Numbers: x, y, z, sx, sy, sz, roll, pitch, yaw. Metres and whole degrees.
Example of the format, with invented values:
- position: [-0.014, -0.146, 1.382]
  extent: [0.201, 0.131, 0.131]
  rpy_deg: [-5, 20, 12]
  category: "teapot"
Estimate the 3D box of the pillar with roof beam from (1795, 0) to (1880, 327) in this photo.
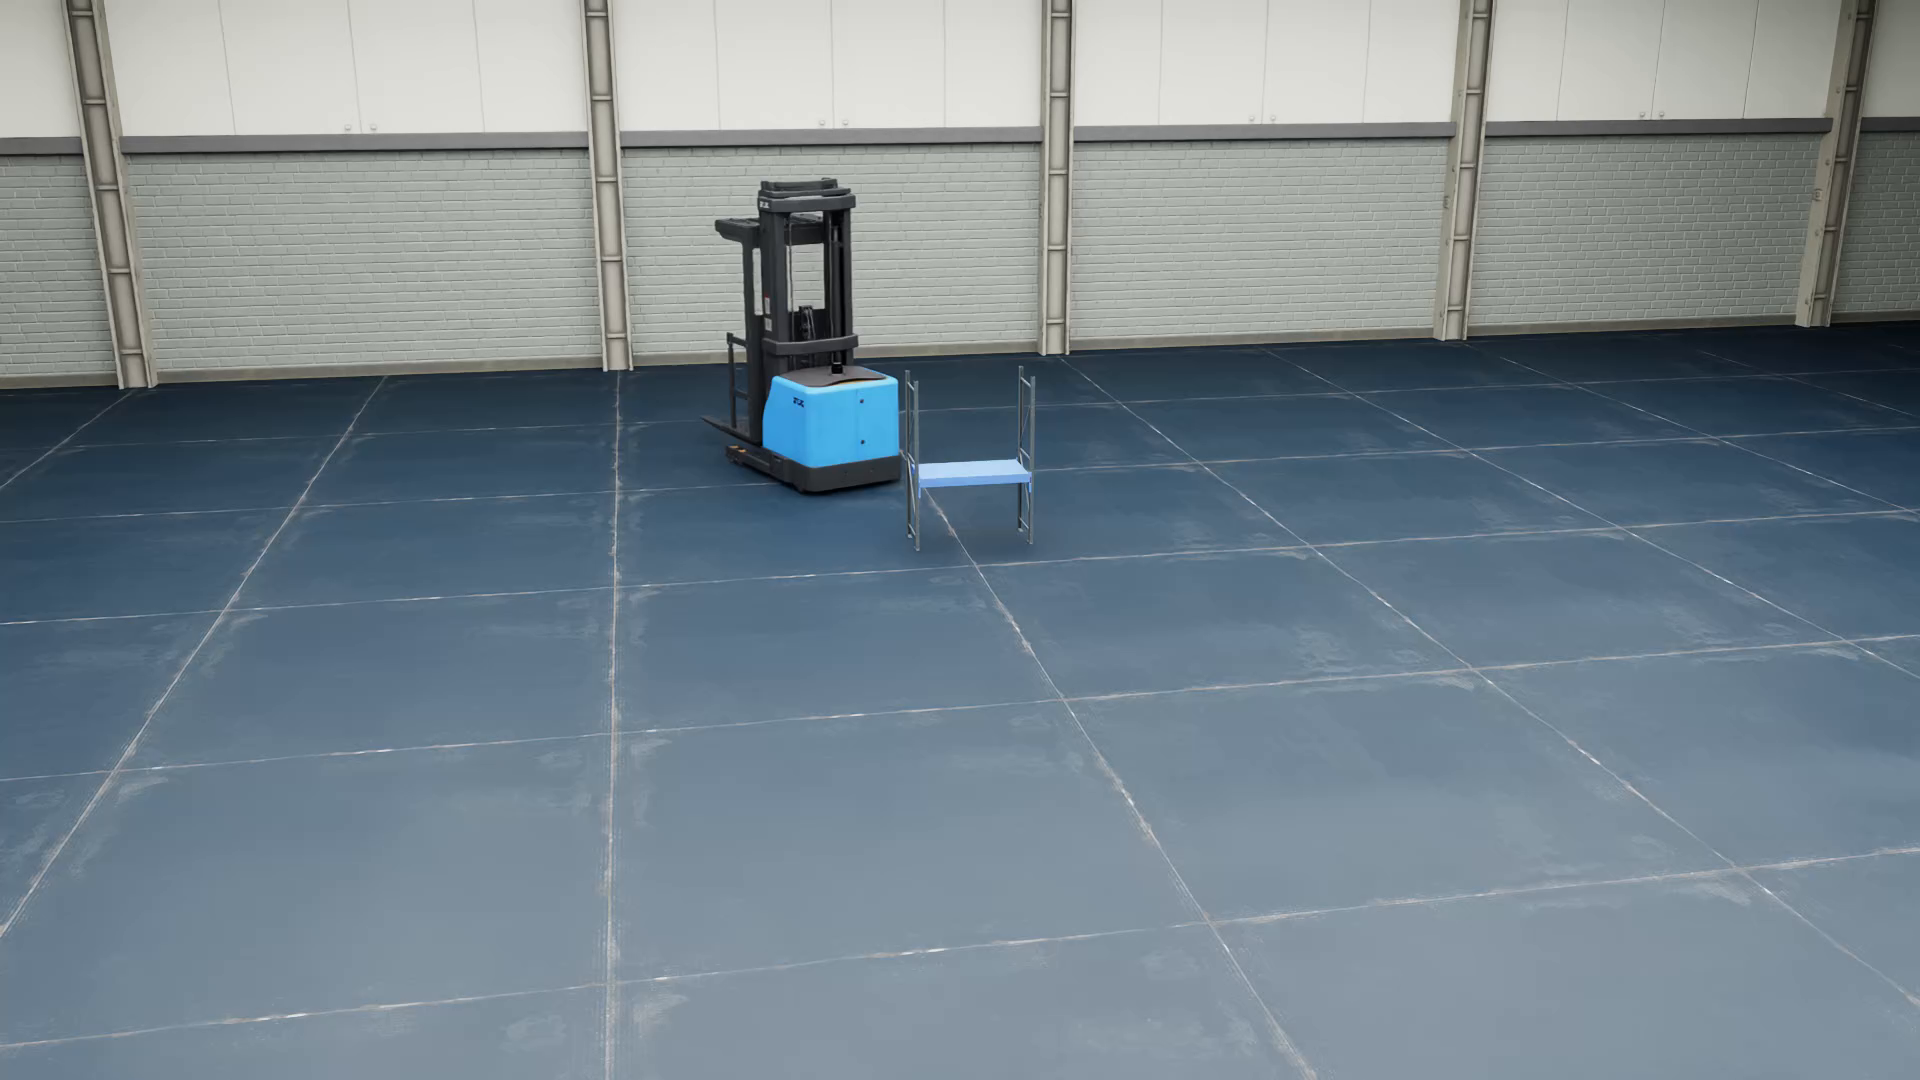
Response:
- position: [13.909, -6.363, 20.201]
  extent: [0.400, 9.000, 9.100]
  rpy_deg: [-3, 17, -10]
  category: "pillar with roof beam"

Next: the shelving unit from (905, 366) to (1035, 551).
- position: [0.084, -0.722, 14.607]
  extent: [1.048, 1.500, 0.538]
  rpy_deg: [-3, 17, -10]
  category: "shelving unit"

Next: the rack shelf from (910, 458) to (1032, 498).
- position: [0.084, -0.550, 14.660]
  extent: [1.000, 0.185, 0.538]
  rpy_deg: [-3, 17, -10]
  category: "rack shelf"

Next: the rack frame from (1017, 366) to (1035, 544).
- position: [0.583, -0.750, 14.699]
  extent: [0.032, 1.500, 0.500]
  rpy_deg: [-3, 17, -10]
  category: "rack frame"

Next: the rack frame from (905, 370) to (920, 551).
- position: [-0.415, -0.693, 14.515]
  extent: [0.032, 1.500, 0.500]
  rpy_deg: [-3, 17, -10]
  category: "rack frame"

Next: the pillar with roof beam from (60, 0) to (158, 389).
- position: [-9.656, -5.026, 15.849]
  extent: [0.400, 9.000, 9.100]
  rpy_deg: [-3, 17, -10]
  category: "pillar with roof beam"

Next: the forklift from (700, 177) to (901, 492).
- position: [-1.807, -2.246, 17.131]
  extent: [1.130, 2.935, 3.031]
  rpy_deg: [-11, 20, -31]
  category: "forklift"

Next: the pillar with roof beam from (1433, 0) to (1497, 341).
- position: [8.017, -6.029, 19.113]
  extent: [0.400, 9.000, 9.100]
  rpy_deg: [-3, 17, -10]
  category: "pillar with roof beam"

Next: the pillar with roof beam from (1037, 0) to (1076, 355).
- position: [2.126, -5.694, 18.025]
  extent: [0.400, 9.000, 9.100]
  rpy_deg: [-3, 17, -10]
  category: "pillar with roof beam"

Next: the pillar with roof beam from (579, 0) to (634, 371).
- position: [-3.765, -5.360, 16.937]
  extent: [0.400, 9.000, 9.100]
  rpy_deg: [-3, 17, -10]
  category: "pillar with roof beam"
